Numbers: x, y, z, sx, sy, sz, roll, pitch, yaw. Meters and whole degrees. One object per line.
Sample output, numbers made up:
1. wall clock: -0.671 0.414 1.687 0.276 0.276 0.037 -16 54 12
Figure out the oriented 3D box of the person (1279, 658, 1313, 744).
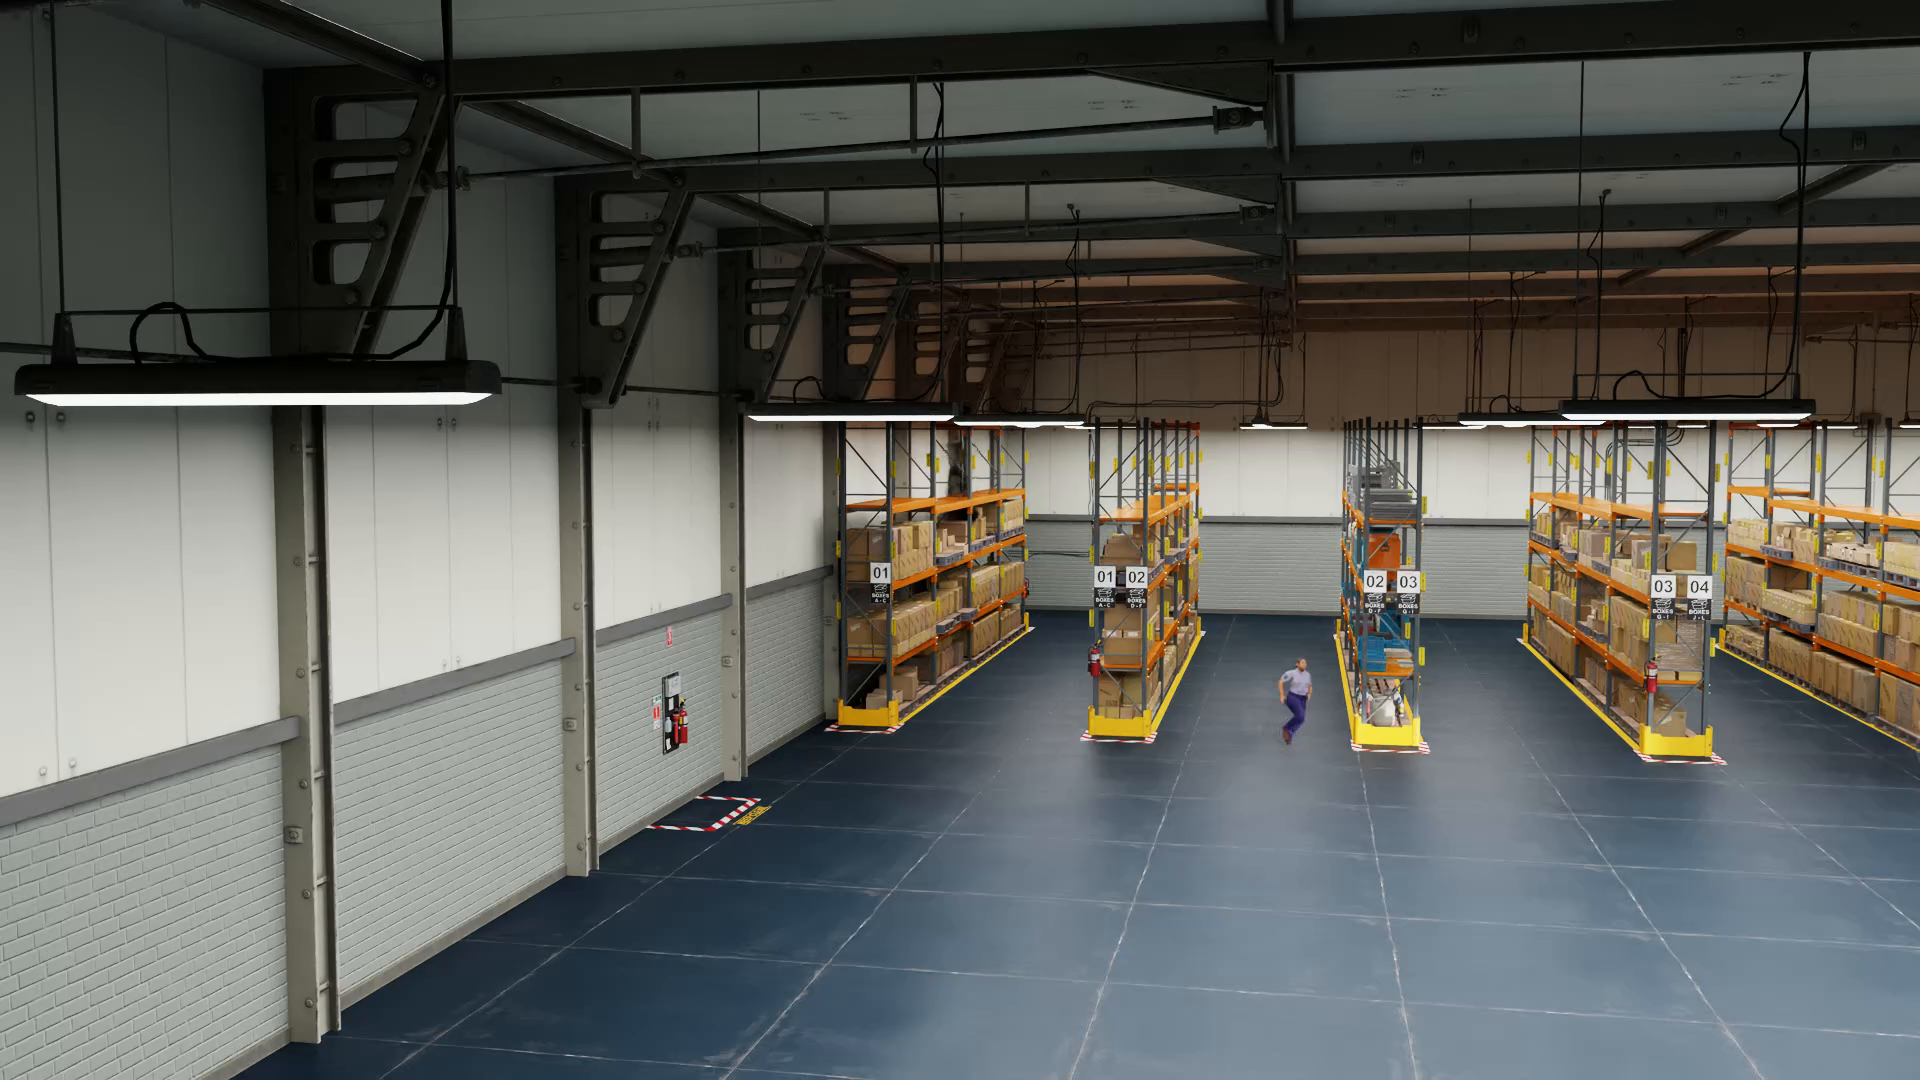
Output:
1. person: 6.223 2.954 30.466 0.630 1.578 0.567 -2 4 -25
